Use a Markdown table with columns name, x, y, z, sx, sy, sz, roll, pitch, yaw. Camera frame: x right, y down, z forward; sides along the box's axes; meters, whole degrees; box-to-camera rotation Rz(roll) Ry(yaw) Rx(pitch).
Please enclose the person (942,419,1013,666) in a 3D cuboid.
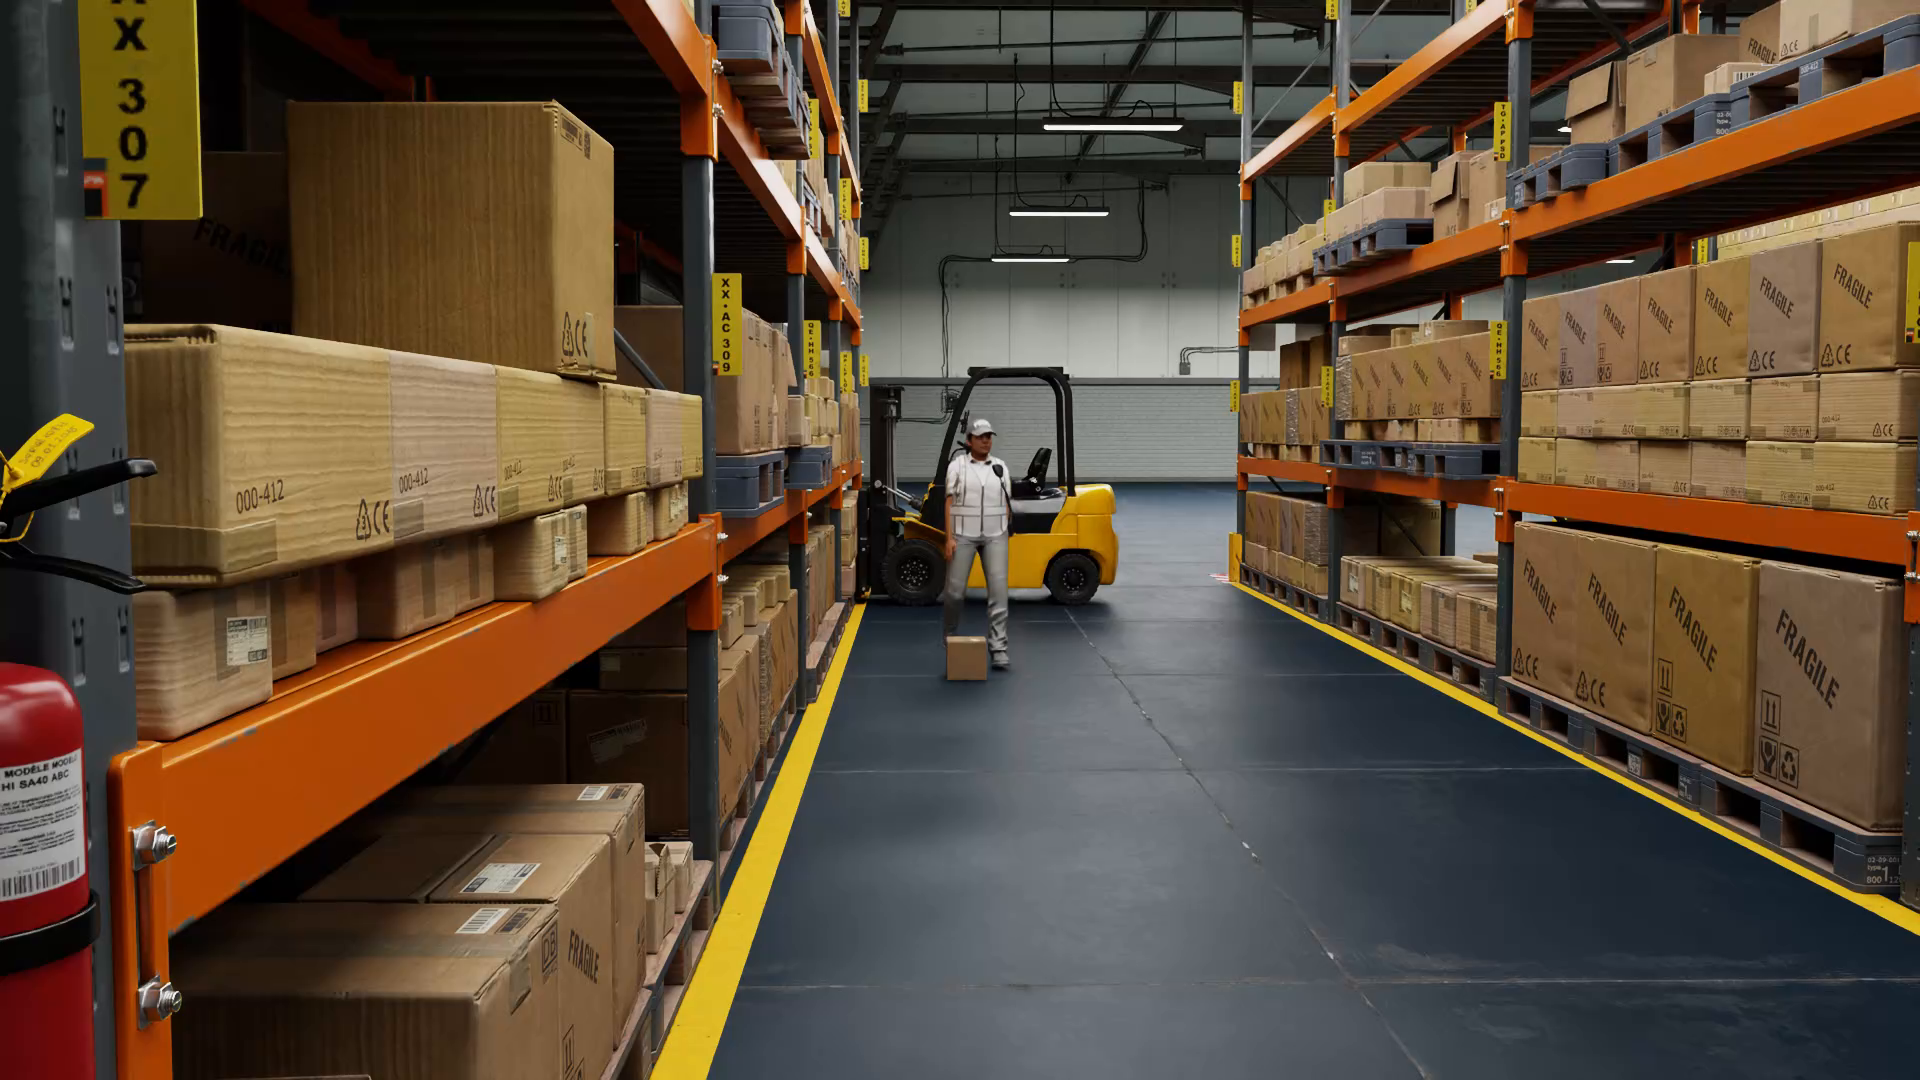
| name | x | y | z | sx | sy | sz | roll | pitch | yaw |
| --- | --- | --- | --- | --- | --- | --- | --- | --- | --- |
| person | 0.129 | 0.001 | 11.258 | 0.491 | 1.639 | 0.733 | 0 | 4 | -7 |
